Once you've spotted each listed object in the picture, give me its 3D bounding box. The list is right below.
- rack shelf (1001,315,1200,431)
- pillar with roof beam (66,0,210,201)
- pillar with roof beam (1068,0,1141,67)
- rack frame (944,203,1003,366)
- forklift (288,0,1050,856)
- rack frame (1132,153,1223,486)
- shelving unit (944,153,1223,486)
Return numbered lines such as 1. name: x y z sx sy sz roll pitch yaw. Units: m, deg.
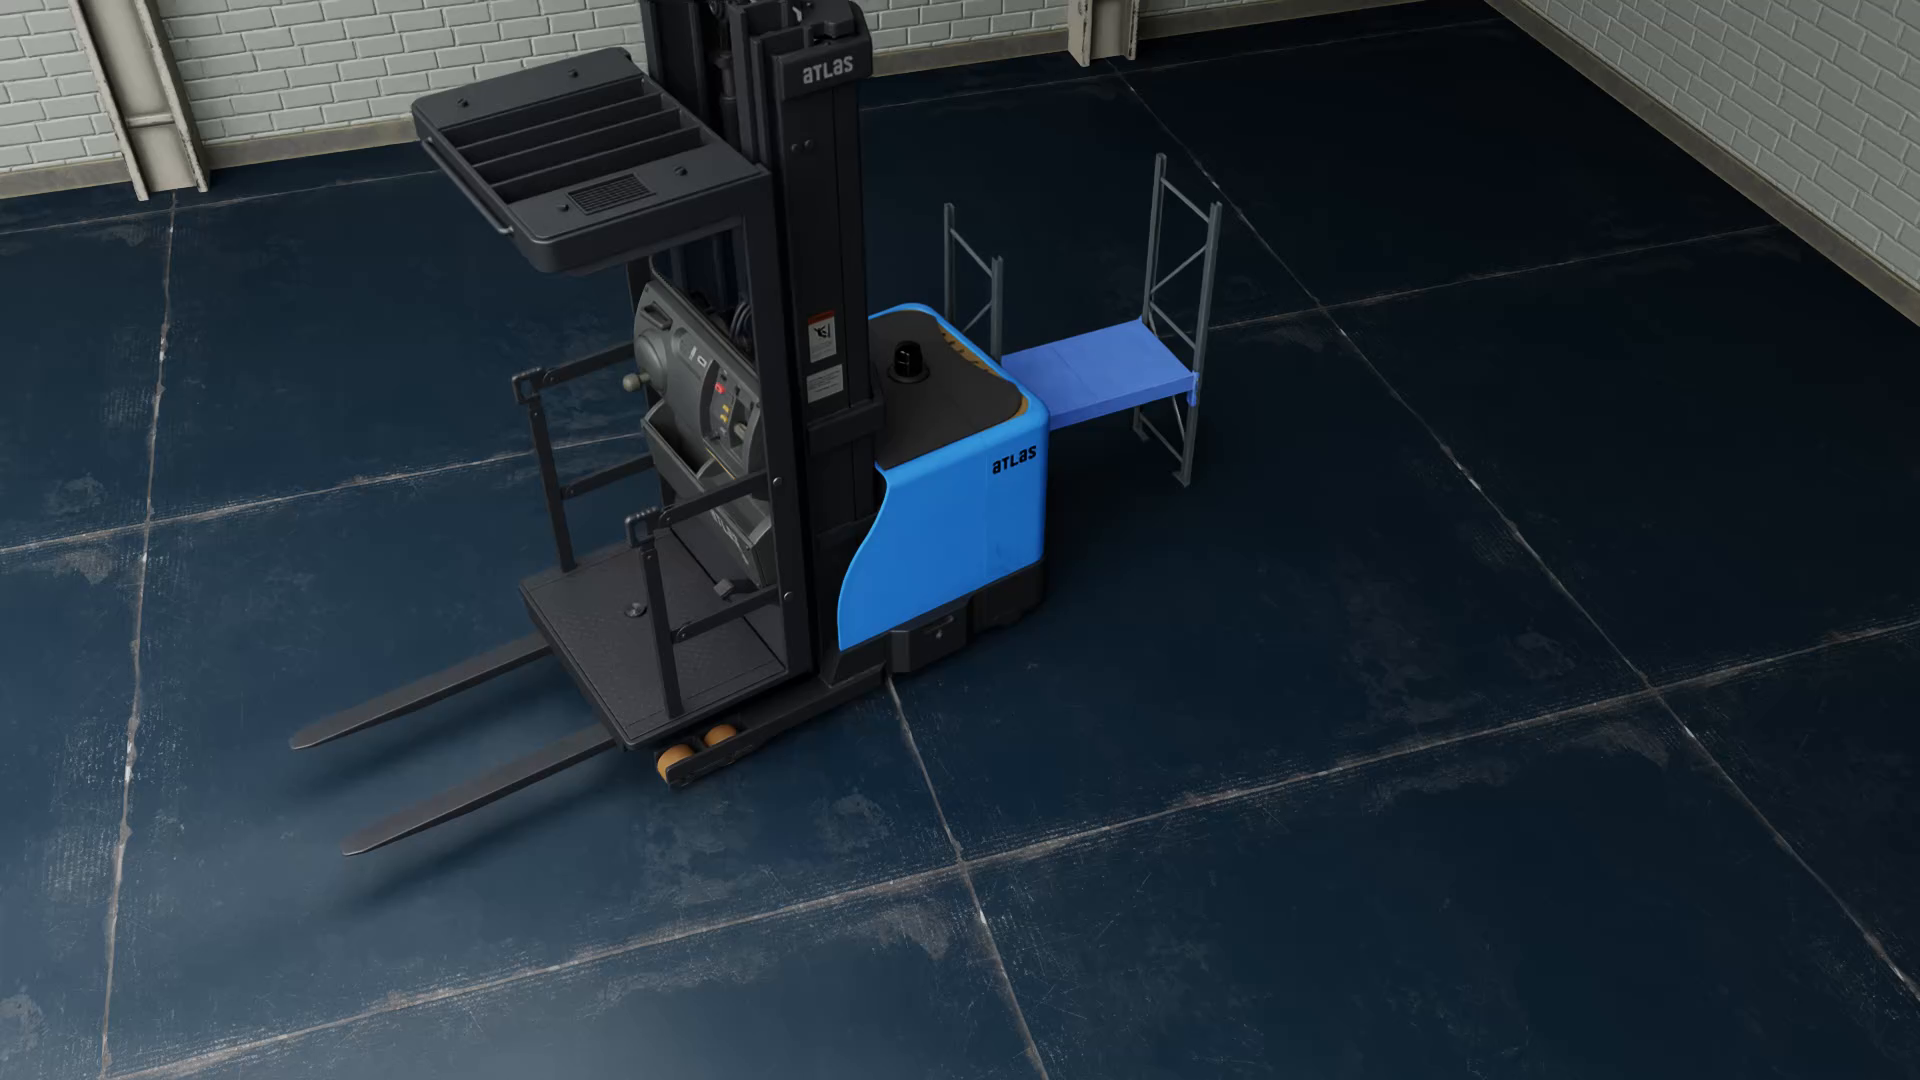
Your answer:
1. rack shelf: 0.513 -0.695 7.528 1.000 0.185 0.538 -17 44 -19
2. pillar with roof beam: -3.459 -2.844 4.016 0.400 9.000 9.100 -12 42 -13
3. pillar with roof beam: 2.264 -4.030 5.373 0.400 9.000 9.100 -12 42 -13
4. rack frame: 0.052 -0.688 7.248 0.032 1.500 0.500 -17 44 -19
5. forklift: -1.135 -0.539 5.989 3.031 2.935 1.130 -24 46 -25
6. rack frame: 0.973 -0.972 7.572 0.032 1.500 0.500 -17 44 -19
7. shelving unit: 0.513 -0.830 7.410 1.048 1.500 0.538 -17 44 -19
